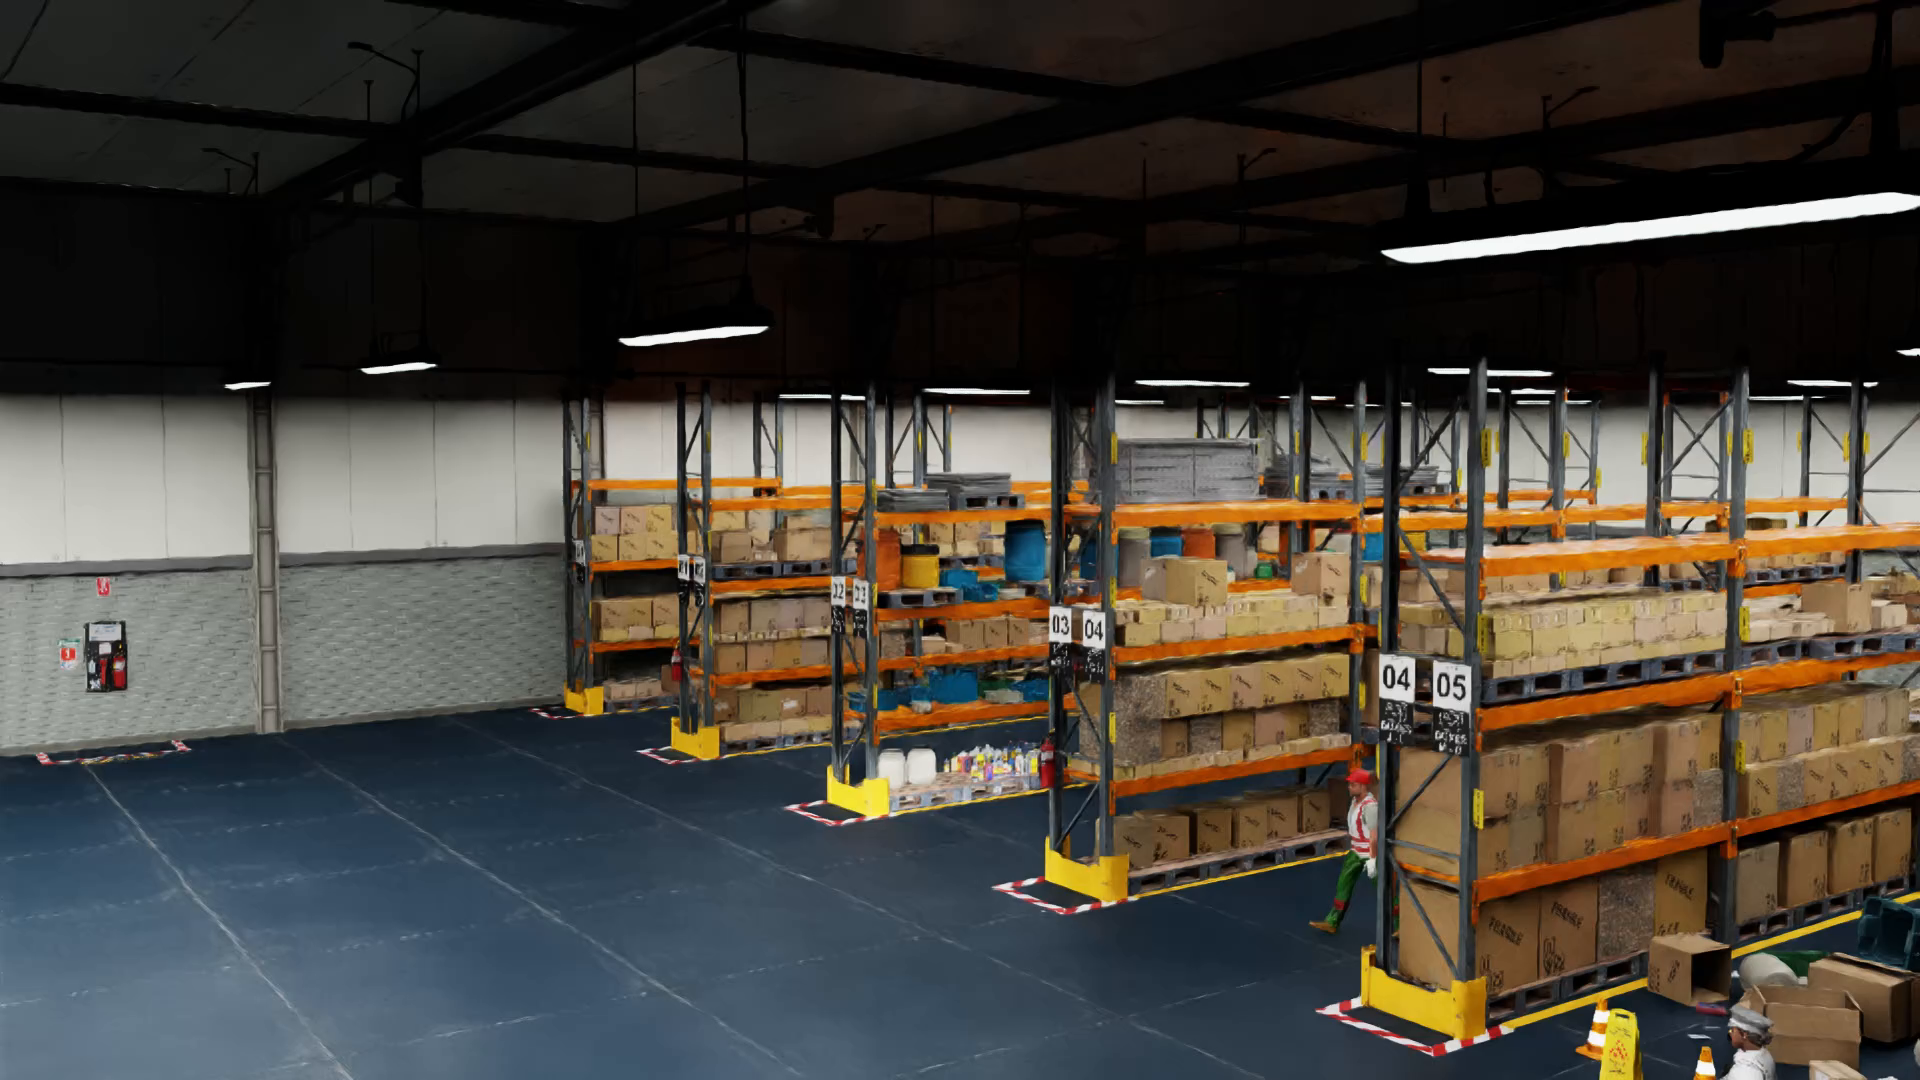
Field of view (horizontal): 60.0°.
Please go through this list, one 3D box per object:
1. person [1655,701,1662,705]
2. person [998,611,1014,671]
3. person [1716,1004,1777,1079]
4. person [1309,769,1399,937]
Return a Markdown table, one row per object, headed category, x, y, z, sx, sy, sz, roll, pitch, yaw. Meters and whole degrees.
| category | x | y | z | sx | sy | sz | roll | pitch | yaw |
| --- | --- | --- | --- | --- | --- | --- | --- | --- | --- |
| person | 9.375 | 2.923 | 22.385 | 1.090 | 1.583 | 0.497 | -2 | 4 | -33 |
| person | 1.010 | 2.124 | 34.711 | 0.419 | 1.603 | 0.502 | 2 | 4 | 33 |
| person | 4.810 | 3.693 | 10.058 | 0.478 | 1.666 | 0.658 | 2 | 4 | 28 |
| person | 4.114 | 3.200 | 17.022 | 0.961 | 1.742 | 0.596 | -1 | 4 | -11 |
